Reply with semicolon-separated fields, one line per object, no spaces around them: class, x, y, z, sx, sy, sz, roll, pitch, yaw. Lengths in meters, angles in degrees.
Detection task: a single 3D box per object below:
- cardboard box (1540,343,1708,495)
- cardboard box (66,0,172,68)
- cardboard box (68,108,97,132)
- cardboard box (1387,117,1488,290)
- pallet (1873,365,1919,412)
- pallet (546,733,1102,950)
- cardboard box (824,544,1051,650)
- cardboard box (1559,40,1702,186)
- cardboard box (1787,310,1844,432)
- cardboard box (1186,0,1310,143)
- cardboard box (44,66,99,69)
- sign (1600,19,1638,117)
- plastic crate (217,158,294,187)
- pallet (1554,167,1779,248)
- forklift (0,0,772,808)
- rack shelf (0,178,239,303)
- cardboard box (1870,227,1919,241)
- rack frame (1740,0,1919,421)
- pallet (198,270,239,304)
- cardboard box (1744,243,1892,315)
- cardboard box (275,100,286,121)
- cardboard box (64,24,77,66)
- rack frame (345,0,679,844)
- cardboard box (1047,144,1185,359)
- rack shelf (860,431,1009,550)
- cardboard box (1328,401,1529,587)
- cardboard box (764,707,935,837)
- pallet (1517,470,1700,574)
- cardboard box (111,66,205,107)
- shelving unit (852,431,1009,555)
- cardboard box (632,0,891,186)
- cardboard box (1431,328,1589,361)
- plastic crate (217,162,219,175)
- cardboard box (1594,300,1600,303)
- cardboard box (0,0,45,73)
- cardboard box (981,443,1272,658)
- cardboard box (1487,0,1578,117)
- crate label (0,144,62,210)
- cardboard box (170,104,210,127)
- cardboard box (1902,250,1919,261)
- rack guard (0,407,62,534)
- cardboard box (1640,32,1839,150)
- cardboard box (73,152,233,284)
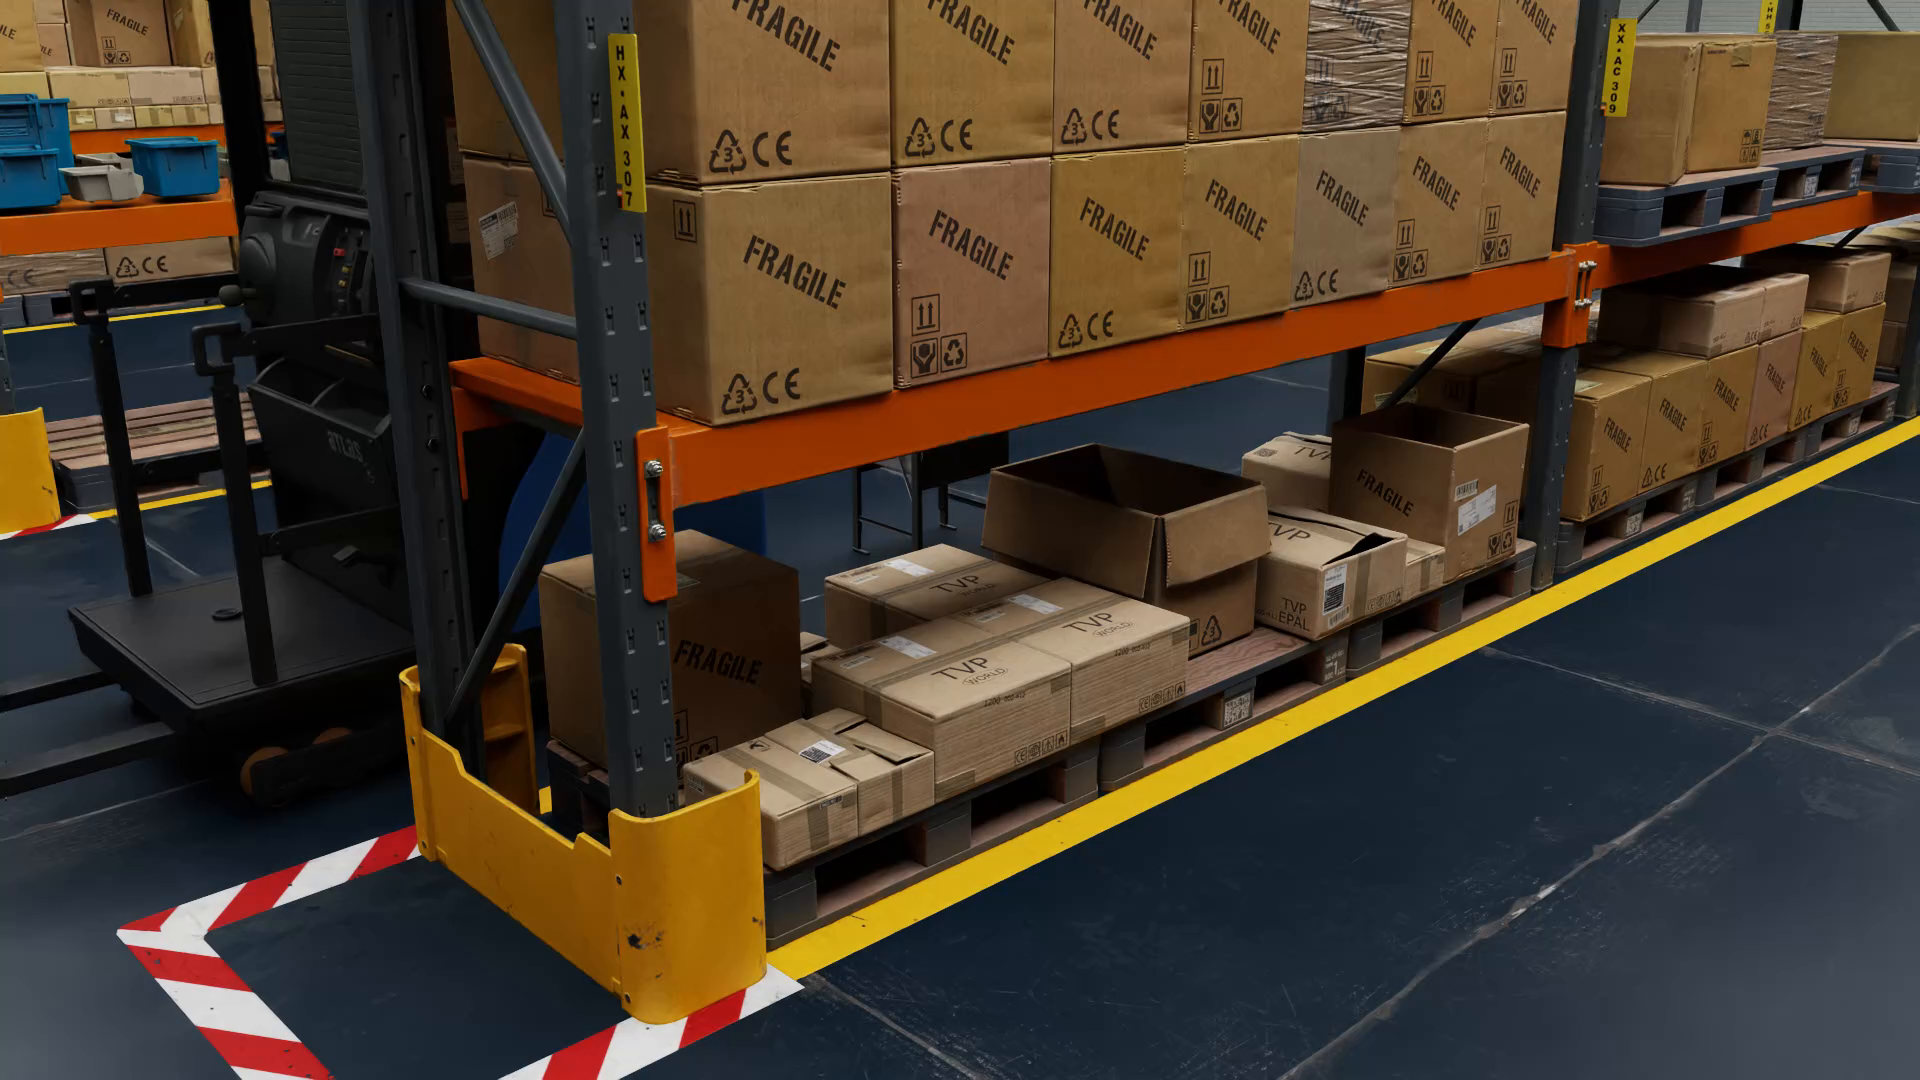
cardboard box;2.801;-0.529;7.091;0.500;0.500;0.500;-16;24;-40
cardboard box;-6.163;-3.735;12.185;0.500;0.500;0.500;17;25;42
cardboard box;-6.207;-2.926;11.554;0.250;0.149;0.380;-17;25;-42
cardboard box;1.341;-1.120;5.412;0.500;0.500;0.500;-15;23;-39
pallet;5.433;-1.032;9.825;1.213;0.211;1.003;-16;24;-41
pallet;-0.371;0.644;4.657;1.213;0.211;1.003;-16;24;-41
cardboard box;-0.068;0.236;5.137;0.500;0.250;0.500;-16;24;-41
cardboard box;2.400;-1.643;6.344;0.700;0.500;0.500;9;20;26
cardboard box;3.914;-0.852;8.090;0.500;0.500;0.500;17;24;42
cardboard box;0.609;-1.381;4.597;0.500;0.500;0.500;-17;24;-41
cardboard box;-6.524;-3.277;11.990;0.500;0.250;0.500;-16;24;-41
sign;2.280;-1.637;5.766;0.005;0.325;0.100;-16;24;-41
plastic crate;-3.217;-1.683;7.643;0.298;0.136;0.250;-16;24;-41
pallet;2.558;-1.399;6.746;1.213;0.211;1.003;-16;24;-41
forklift;-2.068;-0.824;4.774;3.031;2.935;1.130;-16;24;-41
rack shelf;-2.952;-1.690;8.500;4.000;0.370;1.077;-16;24;-41
cardboard box;6.127;-1.841;10.667;0.500;0.311;0.500;-15;23;-39
rack frame;4.808;-2.193;8.884;0.127;3.000;1.000;-16;24;-41
pallet;-5.508;-2.096;13.106;1.213;0.211;1.003;-16;24;-41
cardboard box;4.252;-1.306;8.273;0.500;0.250;0.500;-15;23;-39
cardboard box;-5.085;-3.254;12.564;0.250;0.149;0.380;-16;24;-40
cardboard box;-8.393;-4.722;16.041;0.500;0.500;0.500;-16;24;-41
rack frame;-1.005;-0.497;3.655;0.127;3.000;1.000;-16;24;-41
cardboard box;0.237;-0.796;4.415;0.500;0.500;0.500;-16;24;-41
rack shelf;-0.120;-0.285;6.773;0.480;0.518;0.431;-16;24;-41
cardboard box;1.683;-0.181;6.019;0.500;0.500;0.500;-16;24;-41
cardboard box;-0.283;0.576;4.224;0.250;0.166;0.380;-16;24;-41
pallet;2.467;-0.199;7.257;1.213;0.211;1.003;-16;24;-41
cardboard box;-5.787;-3.265;11.953;0.500;0.250;0.500;-16;24;-40
shelving unit;-0.120;-0.964;6.553;0.503;2.100;0.431;-16;24;-41
cardboard box;-0.501;-1.056;3.594;0.500;0.500;0.500;-15;23;-39
cardboard box;2.429;-0.637;7.425;0.500;0.500;0.500;-16;24;-41
plastic crate;-3.716;-1.783;7.951;0.243;0.136;0.396;-16;24;-41
cardboard box;3.537;-0.963;8.431;0.500;0.500;0.500;-17;24;-42
cardboard box;-6.538;-3.403;11.163;0.500;0.500;0.500;-17;25;-42
cardboard box;0.540;0.032;5.355;0.637;0.503;0.797;-16;24;-41
cardboard box;1.712;-1.703;5.591;0.500;0.500;0.500;-16;24;-41
crate label;-3.999;-1.536;7.032;0.303;0.233;0.416;-16;24;-41
cardboard box;-5.645;-3.090;12.059;0.250;0.149;0.380;-16;24;-40
cardboard box;5.767;-1.510;9.645;0.500;0.311;0.500;-17;25;-42
rack guard;-4.414;-0.411;7.442;0.348;0.500;1.175;-16;24;-41
cardboard box;3.632;-2.130;7.848;0.500;0.500;0.700;-11;21;-31
cardboard box;-6.090;-2.442;12.418;0.875;0.875;0.875;-16;24;-41
